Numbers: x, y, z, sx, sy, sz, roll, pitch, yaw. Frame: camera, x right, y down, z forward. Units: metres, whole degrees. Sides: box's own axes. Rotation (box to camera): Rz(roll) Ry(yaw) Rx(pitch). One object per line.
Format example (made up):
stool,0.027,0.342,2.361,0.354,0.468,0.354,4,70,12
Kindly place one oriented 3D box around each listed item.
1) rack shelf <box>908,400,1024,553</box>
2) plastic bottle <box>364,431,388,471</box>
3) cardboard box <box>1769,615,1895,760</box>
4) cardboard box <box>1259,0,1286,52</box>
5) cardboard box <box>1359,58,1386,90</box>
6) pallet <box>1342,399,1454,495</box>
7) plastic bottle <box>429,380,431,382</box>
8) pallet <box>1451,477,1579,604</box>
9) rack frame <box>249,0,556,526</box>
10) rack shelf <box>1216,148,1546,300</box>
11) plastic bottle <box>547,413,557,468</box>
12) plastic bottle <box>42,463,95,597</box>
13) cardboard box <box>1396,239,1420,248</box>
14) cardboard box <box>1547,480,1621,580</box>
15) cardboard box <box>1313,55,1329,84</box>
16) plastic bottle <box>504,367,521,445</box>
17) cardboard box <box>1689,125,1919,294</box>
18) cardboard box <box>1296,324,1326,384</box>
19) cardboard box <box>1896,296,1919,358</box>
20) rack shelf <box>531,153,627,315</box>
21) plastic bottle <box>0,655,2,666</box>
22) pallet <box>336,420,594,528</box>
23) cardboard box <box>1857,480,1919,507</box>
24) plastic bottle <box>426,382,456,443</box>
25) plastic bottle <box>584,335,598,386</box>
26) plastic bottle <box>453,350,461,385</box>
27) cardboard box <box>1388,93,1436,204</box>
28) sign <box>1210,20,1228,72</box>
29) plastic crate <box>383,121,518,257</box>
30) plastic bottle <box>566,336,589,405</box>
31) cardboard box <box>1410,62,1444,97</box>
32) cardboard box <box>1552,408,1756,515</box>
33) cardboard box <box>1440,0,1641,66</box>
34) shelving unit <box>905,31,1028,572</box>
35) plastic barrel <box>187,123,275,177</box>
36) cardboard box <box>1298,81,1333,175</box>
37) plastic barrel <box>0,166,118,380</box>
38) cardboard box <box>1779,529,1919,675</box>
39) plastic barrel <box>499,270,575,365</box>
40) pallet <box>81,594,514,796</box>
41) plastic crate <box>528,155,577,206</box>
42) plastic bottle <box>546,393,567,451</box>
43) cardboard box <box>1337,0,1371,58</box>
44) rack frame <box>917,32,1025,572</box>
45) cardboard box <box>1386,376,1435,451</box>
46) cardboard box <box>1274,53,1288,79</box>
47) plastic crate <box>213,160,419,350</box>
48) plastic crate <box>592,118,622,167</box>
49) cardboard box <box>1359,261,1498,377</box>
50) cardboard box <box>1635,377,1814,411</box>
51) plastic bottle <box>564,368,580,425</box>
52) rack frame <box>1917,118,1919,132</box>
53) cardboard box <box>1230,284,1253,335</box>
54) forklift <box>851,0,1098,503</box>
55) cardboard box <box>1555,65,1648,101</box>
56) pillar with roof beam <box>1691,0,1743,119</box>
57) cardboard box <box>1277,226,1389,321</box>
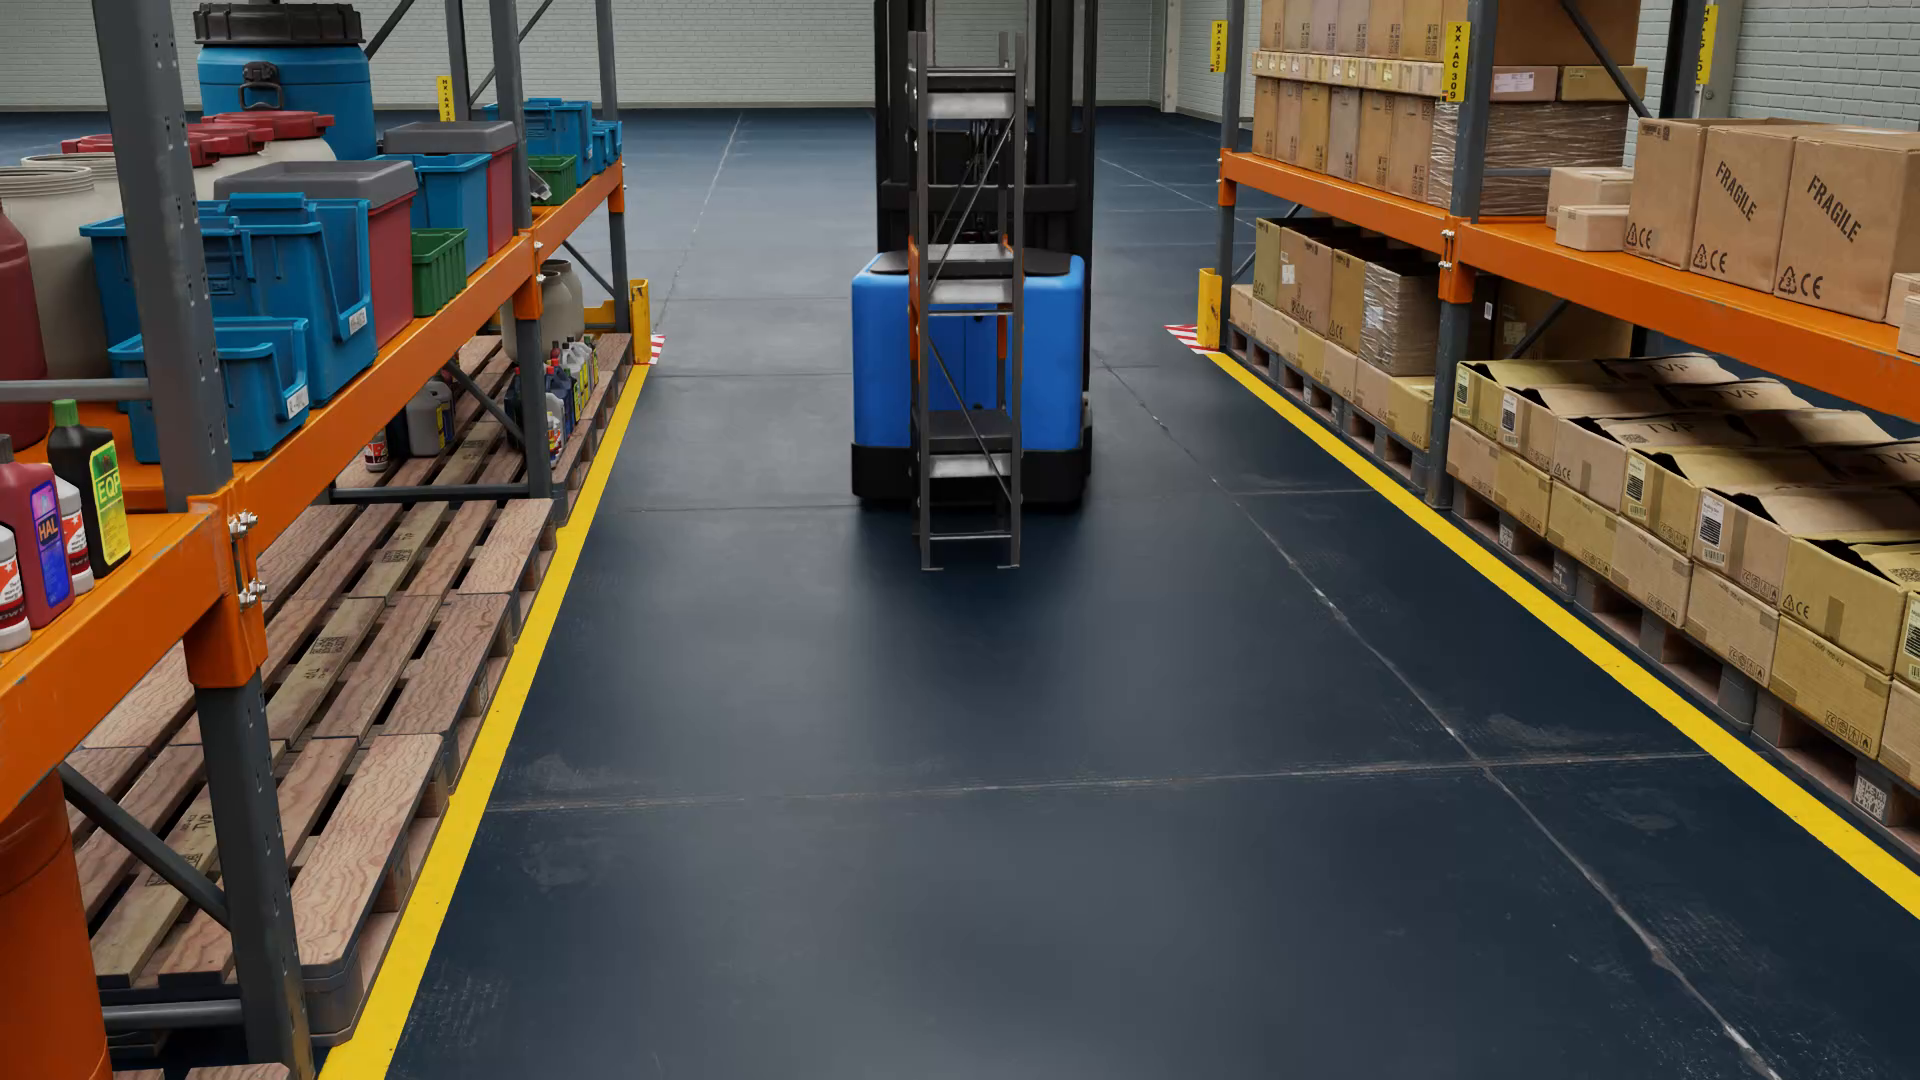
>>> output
rack shelf,0.017,-0.272,6.919,0.431,0.518,0.480,-2,18,-6
plastic bottle,-2.619,-0.419,7.441,0.097,0.201,0.097,0,17,0
cardboard box,2.715,0.403,4.775,0.500,0.250,0.500,-2,18,-6
cardboard box,2.284,-3.301,10.350,0.700,0.500,0.500,-2,18,-5
cardboard box,2.285,-2.407,8.588,0.380,0.149,0.250,-1,17,-4
pallet,2.616,-0.505,8.434,1.003,0.211,1.213,-2,18,-6
plastic bottle,-2.677,-0.728,8.176,0.144,0.351,0.185,-2,18,-6
pallet,2.771,-0.049,6.980,1.003,0.211,1.213,-2,18,-6
rack frame,-2.271,-1.446,6.774,1.000,3.000,0.127,-2,18,-6
rack shelf,2.450,-1.850,9.263,1.077,0.370,4.000,-2,18,-6
plastic bottle,-1.868,-0.462,7.462,0.097,0.271,0.097,0,17,0
plastic bottle,-1.399,-0.017,2.554,0.097,0.201,0.097,0,17,0
cardboard box,2.763,-1.438,9.388,0.500,0.500,0.500,-2,18,-6
cardboard box,2.559,-0.052,6.223,0.500,0.250,0.500,-2,18,-7
cardboard box,2.205,-2.639,9.326,0.380,0.149,0.250,-2,18,-6
plastic bottle,-2.085,-0.640,7.897,0.144,0.351,0.185,-2,18,-6
cardboard box,2.825,-1.110,5.537,0.500,0.500,0.500,-2,18,-6
cardboard box,2.231,-1.064,9.448,0.500,0.250,0.500,-2,18,-6
cardboard box,2.701,-0.545,4.326,0.380,0.149,0.250,-2,18,-6
rack shelf,-2.478,-1.698,8.779,1.077,0.370,4.000,-2,18,-6
plastic bottle,-1.365,0.081,2.243,0.097,0.201,0.097,0,17,0
pallet,-2.299,-0.317,7.833,1.003,0.211,1.213,-2,18,-6
cardboard box,3.194,-0.035,5.234,0.500,0.311,0.500,-2,18,-7
plastic bottle,-2.499,-0.608,7.919,0.152,0.276,0.135,-2,18,-6
plastic bottle,-2.028,-0.983,9.102,0.061,0.283,0.133,-1,17,-4
plastic bottle,-2.807,-0.996,9.161,0.097,0.271,0.097,0,17,0
cardboard box,2.543,-1.934,8.163,0.700,0.500,0.500,-2,18,-6
sign,1.691,-3.225,10.863,0.100,0.325,0.005,-2,18,-6
plastic crate,-1.917,-1.341,6.335,0.402,0.464,0.583,-2,18,-6
plastic bottle,-2.024,-0.883,8.670,0.144,0.351,0.185,-1,17,-3
cardboard box,2.362,-2.181,7.866,0.380,0.149,0.250,-2,18,-7
cardboard box,2.552,-0.319,6.139,0.500,0.311,0.500,-2,18,-7
cardboard box,2.604,-2.396,7.469,0.700,0.500,0.500,-2,18,-5
shelving unit,0.017,-0.952,6.705,0.431,2.100,0.503,-2,18,-6
plastic barrel,-2.315,-1.000,5.128,0.433,0.535,0.433,0,17,0
cardboard box,2.383,-2.393,9.625,0.700,0.500,0.500,-2,18,-5
plastic barrel,-2.177,-0.607,3.916,0.421,0.512,0.421,0,17,0
cardboard box,2.710,0.135,4.692,0.500,0.311,0.500,-2,18,-6
plastic barrel,-2.488,-1.308,9.787,0.421,0.512,0.421,0,17,0
pallet,-2.023,0.482,5.290,1.003,0.211,1.213,-2,18,-6
plastic crate,-2.131,-1.758,8.121,0.450,0.188,0.662,-2,18,-6
plastic bottle,-1.929,-0.560,7.765,0.152,0.276,0.135,-1,17,-4
cardboard box,2.449,-2.845,8.898,0.700,0.500,0.500,-2,18,-6
rack frame,0.042,-0.880,6.474,0.400,2.100,0.015,-2,18,-6
cardboard box,2.391,-0.617,8.025,0.500,0.250,0.500,-2,18,-6
cardboard box,2.124,-2.870,10.061,0.380,0.149,0.250,-2,18,-5
plastic crate,-1.721,-0.775,4.532,0.402,0.464,0.583,-2,18,-6
plastic crate,-2.335,-2.426,10.146,0.499,0.251,0.616,-2,18,-6
cardboard box,2.351,-1.124,8.388,0.500,0.500,0.500,-2,18,-6
cardboard box,3.043,-0.487,6.673,0.500,0.311,0.500,-1,17,-4
plastic bottle,-1.937,-0.719,8.261,0.061,0.283,0.133,-1,17,-3
rack frame,7.170,-2.943,11.545,1.000,3.000,0.127,-2,18,-6
cardboard box,2.078,-1.511,10.872,0.500,0.250,0.500,-2,18,-6
forklift,0.147,-1.959,8.524,1.130,2.935,3.031,1,17,5
cardboard box,2.821,-2.041,7.420,0.380,0.149,0.250,-2,18,-6
pillar with roof beam,3.202,-7.278,15.337,9.100,9.000,0.400,-2,18,-6
cardboard box,2.195,-1.571,9.812,0.500,0.500,0.500,-2,18,-6
